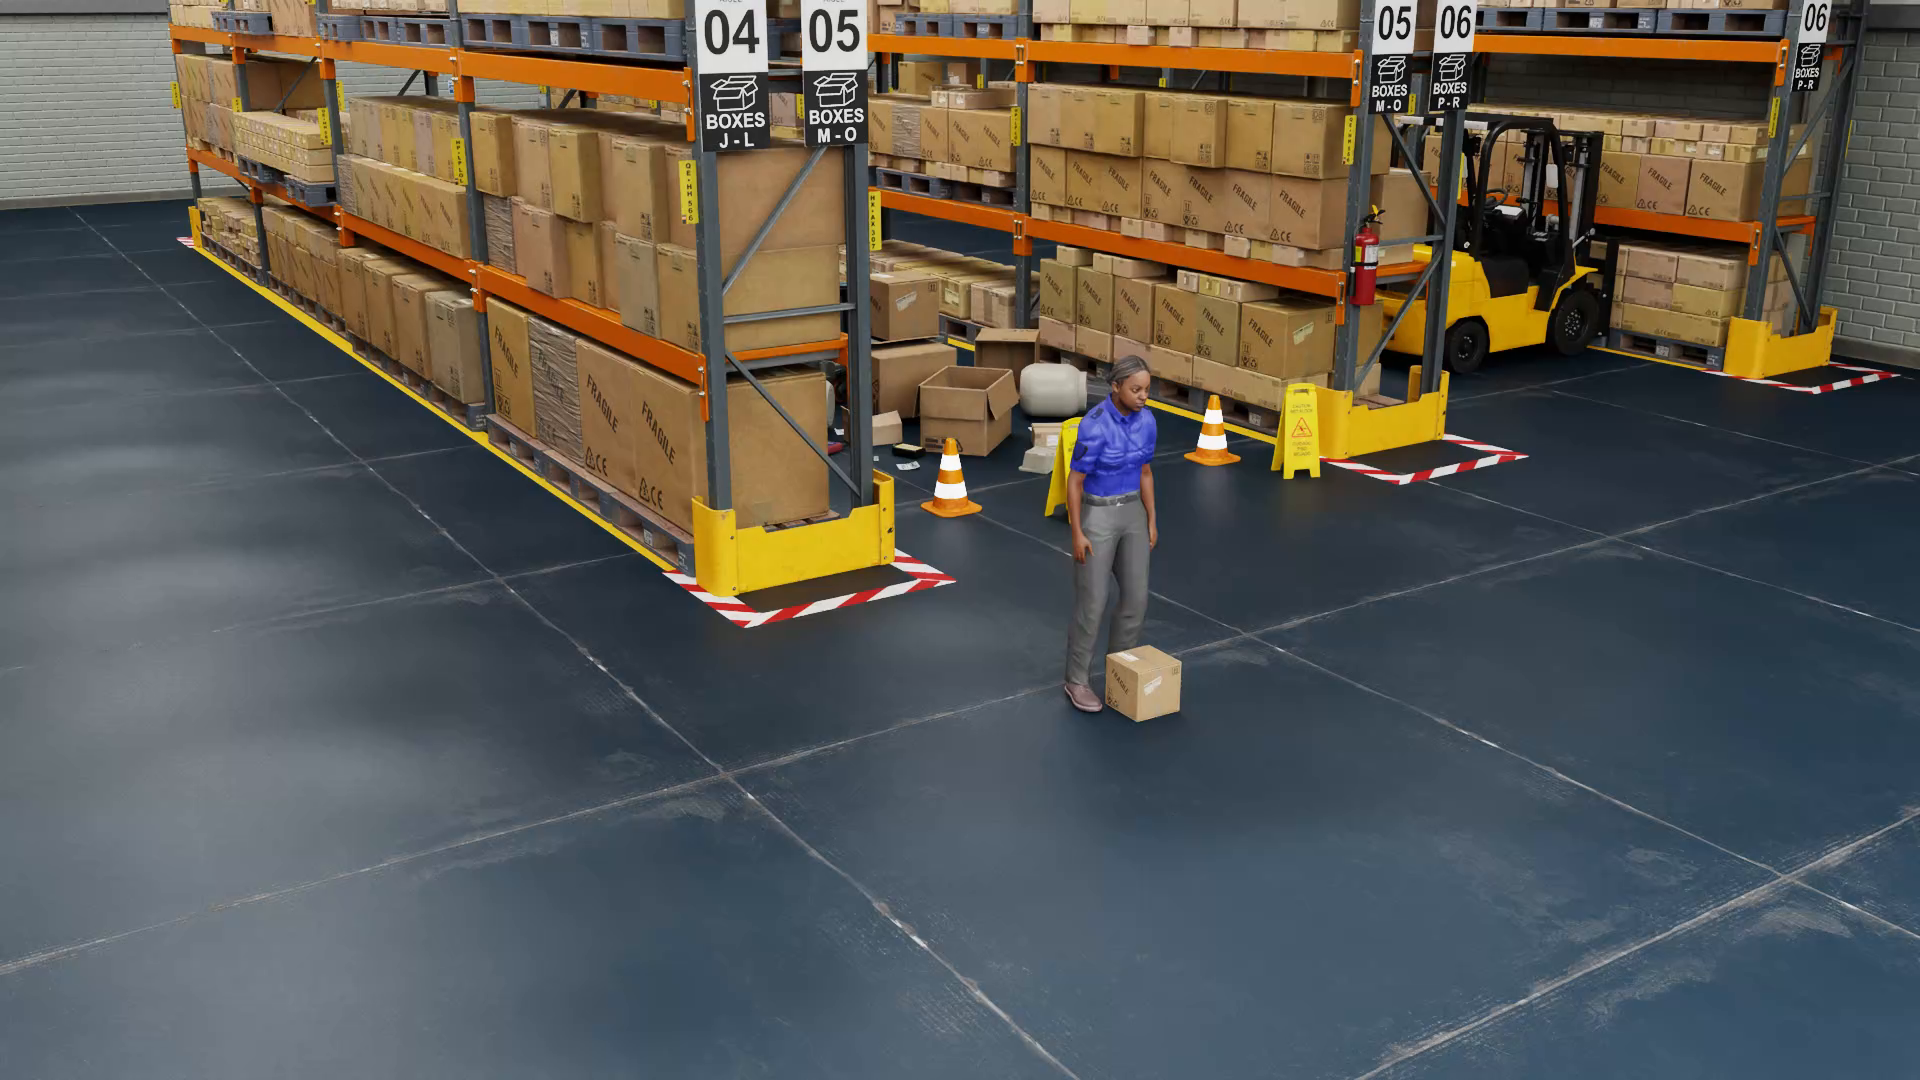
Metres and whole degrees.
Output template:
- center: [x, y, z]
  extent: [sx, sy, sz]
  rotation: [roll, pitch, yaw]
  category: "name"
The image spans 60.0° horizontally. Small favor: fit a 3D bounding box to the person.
- center: [0.712, -0.056, 7.735]
  extent: [0.503, 1.654, 0.350]
  rotation: [-12, 21, -31]
  category: "person"
